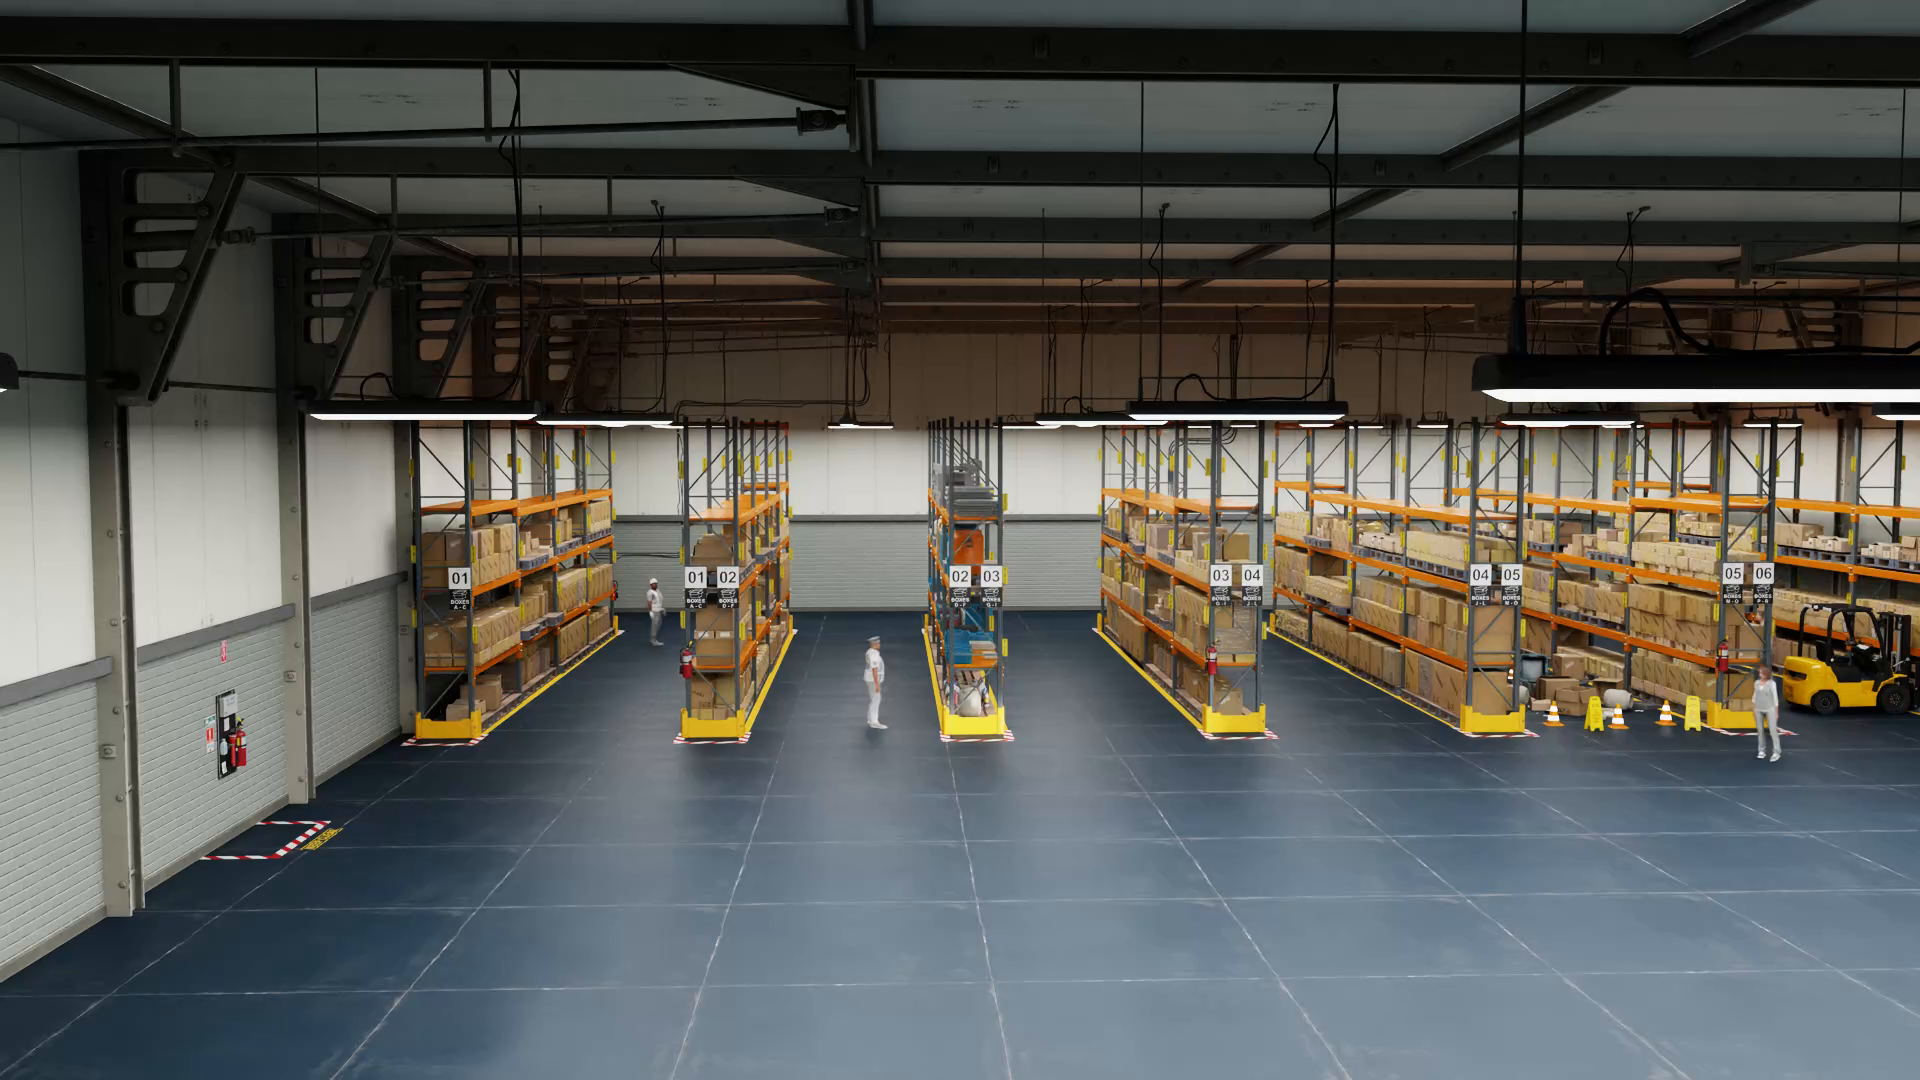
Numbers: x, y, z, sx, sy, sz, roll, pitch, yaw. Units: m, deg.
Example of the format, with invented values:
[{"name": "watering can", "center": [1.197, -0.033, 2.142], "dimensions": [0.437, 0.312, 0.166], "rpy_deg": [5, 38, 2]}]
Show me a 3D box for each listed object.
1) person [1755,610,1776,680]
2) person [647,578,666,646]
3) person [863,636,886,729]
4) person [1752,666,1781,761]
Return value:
[{"name": "person", "center": [18.375, 2.454, 37.973], "dimensions": [0.618, 1.682, 0.637], "rpy_deg": [0, 4, -5]}, {"name": "person", "center": [-8.118, 1.938, 44.501], "dimensions": [0.465, 1.827, 0.616], "rpy_deg": [0, 4, 1]}, {"name": "person", "center": [-1.657, 2.789, 32.203], "dimensions": [0.406, 1.857, 0.613], "rpy_deg": [-1, 4, -11]}, {"name": "person", "center": [14.104, 3.024, 29.092], "dimensions": [0.384, 1.608, 0.521], "rpy_deg": [-3, 5, -39]}]
